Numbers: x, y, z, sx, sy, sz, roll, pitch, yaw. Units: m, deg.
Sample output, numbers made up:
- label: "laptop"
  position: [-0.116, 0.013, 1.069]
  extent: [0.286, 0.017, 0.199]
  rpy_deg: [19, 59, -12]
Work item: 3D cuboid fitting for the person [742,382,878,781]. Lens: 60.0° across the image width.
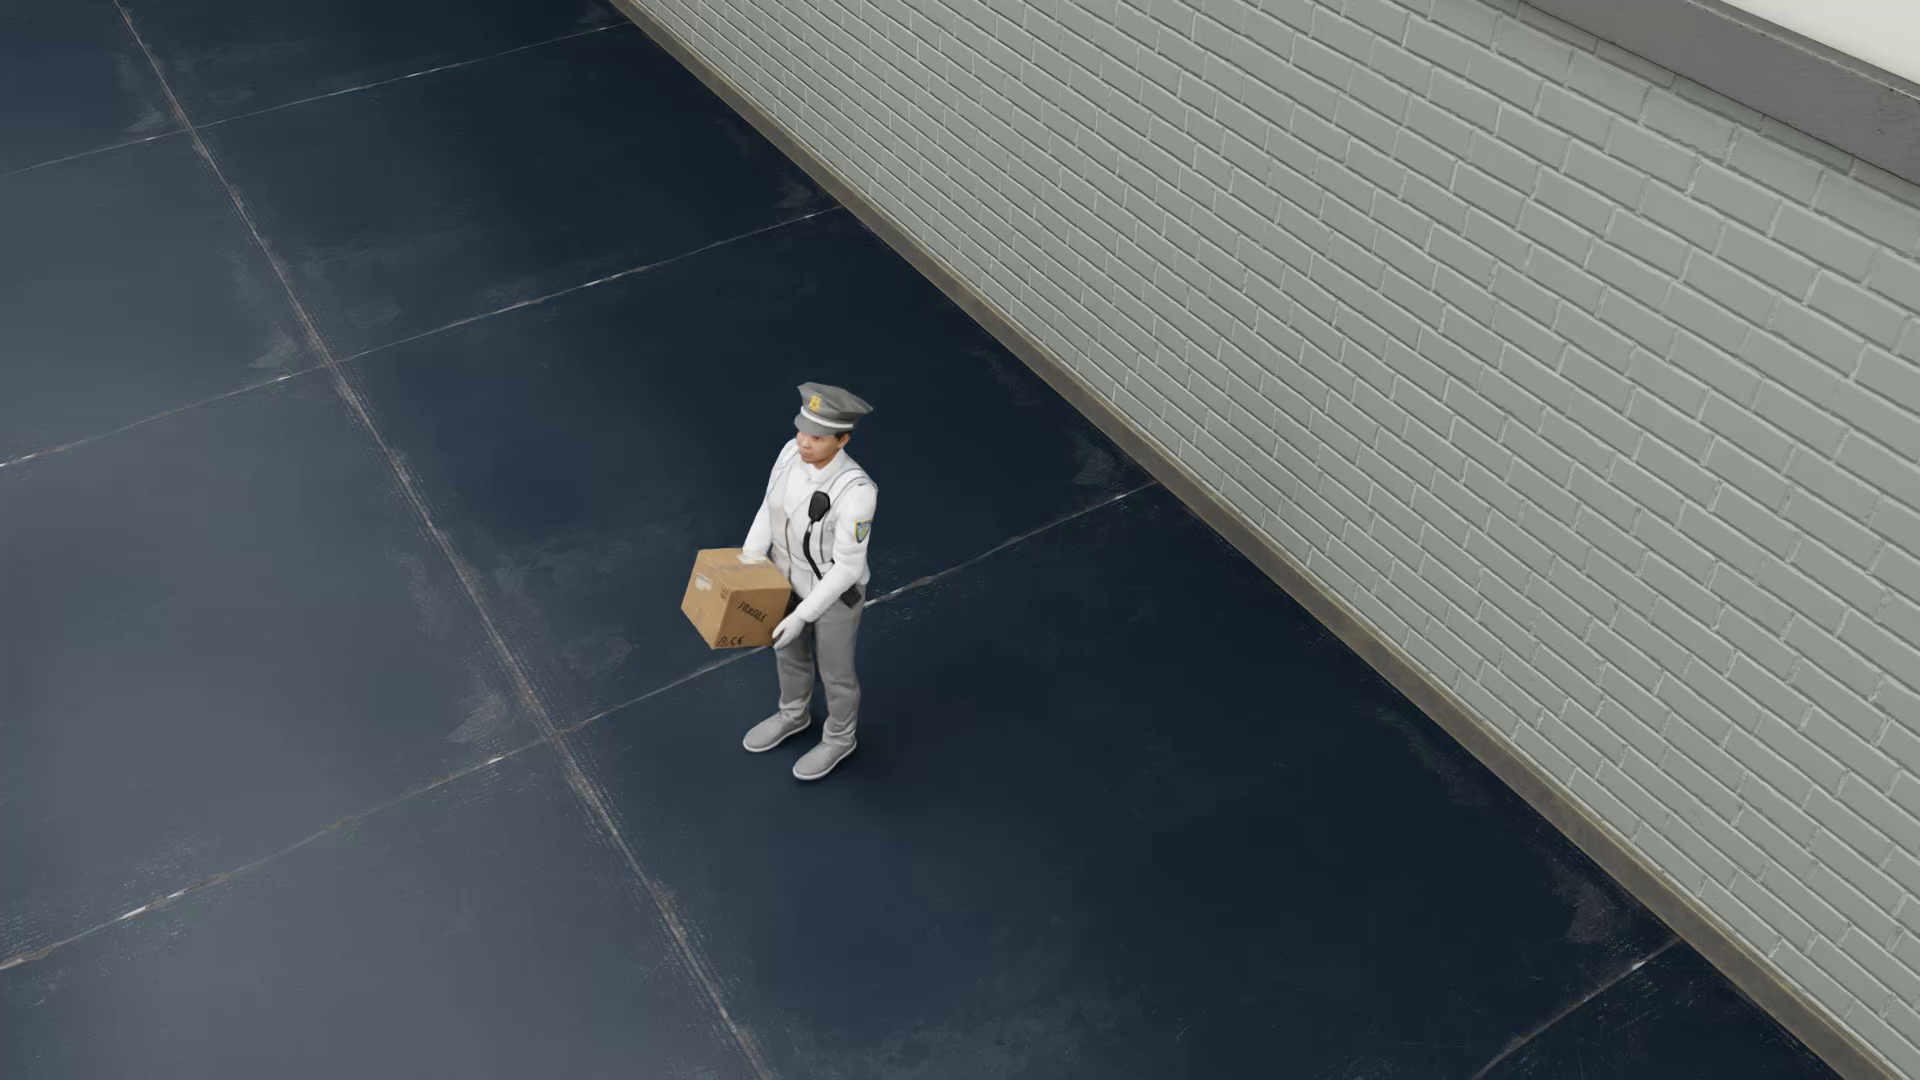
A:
- label: "person"
  position: [-0.543, 0.178, 5.923]
  extent: [0.513, 1.701, 0.535]
  rpy_deg: [33, 51, 32]
